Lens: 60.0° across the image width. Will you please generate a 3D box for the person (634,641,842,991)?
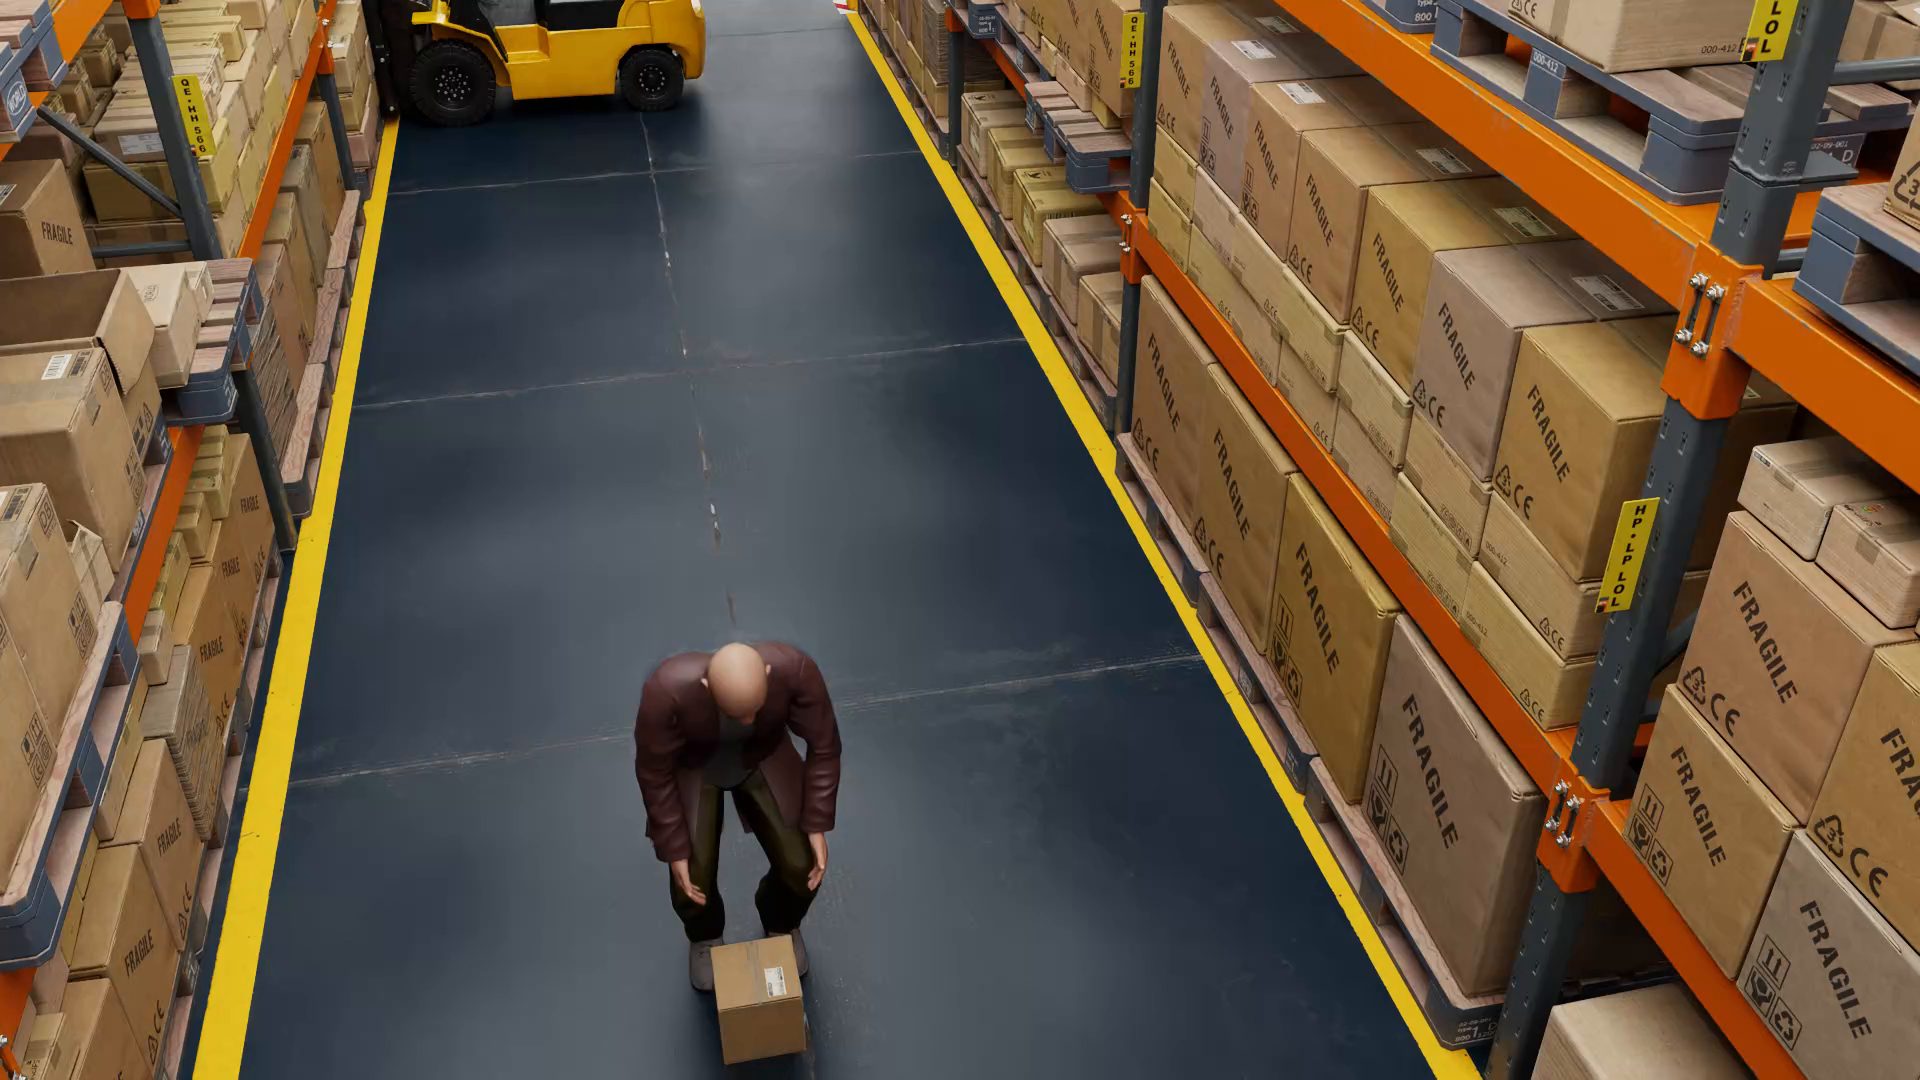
[{"bbox_3d":[-0.689,0.795,5.243,0.629,1.483,0.680,-7,35,-10],"label":"person"}]
